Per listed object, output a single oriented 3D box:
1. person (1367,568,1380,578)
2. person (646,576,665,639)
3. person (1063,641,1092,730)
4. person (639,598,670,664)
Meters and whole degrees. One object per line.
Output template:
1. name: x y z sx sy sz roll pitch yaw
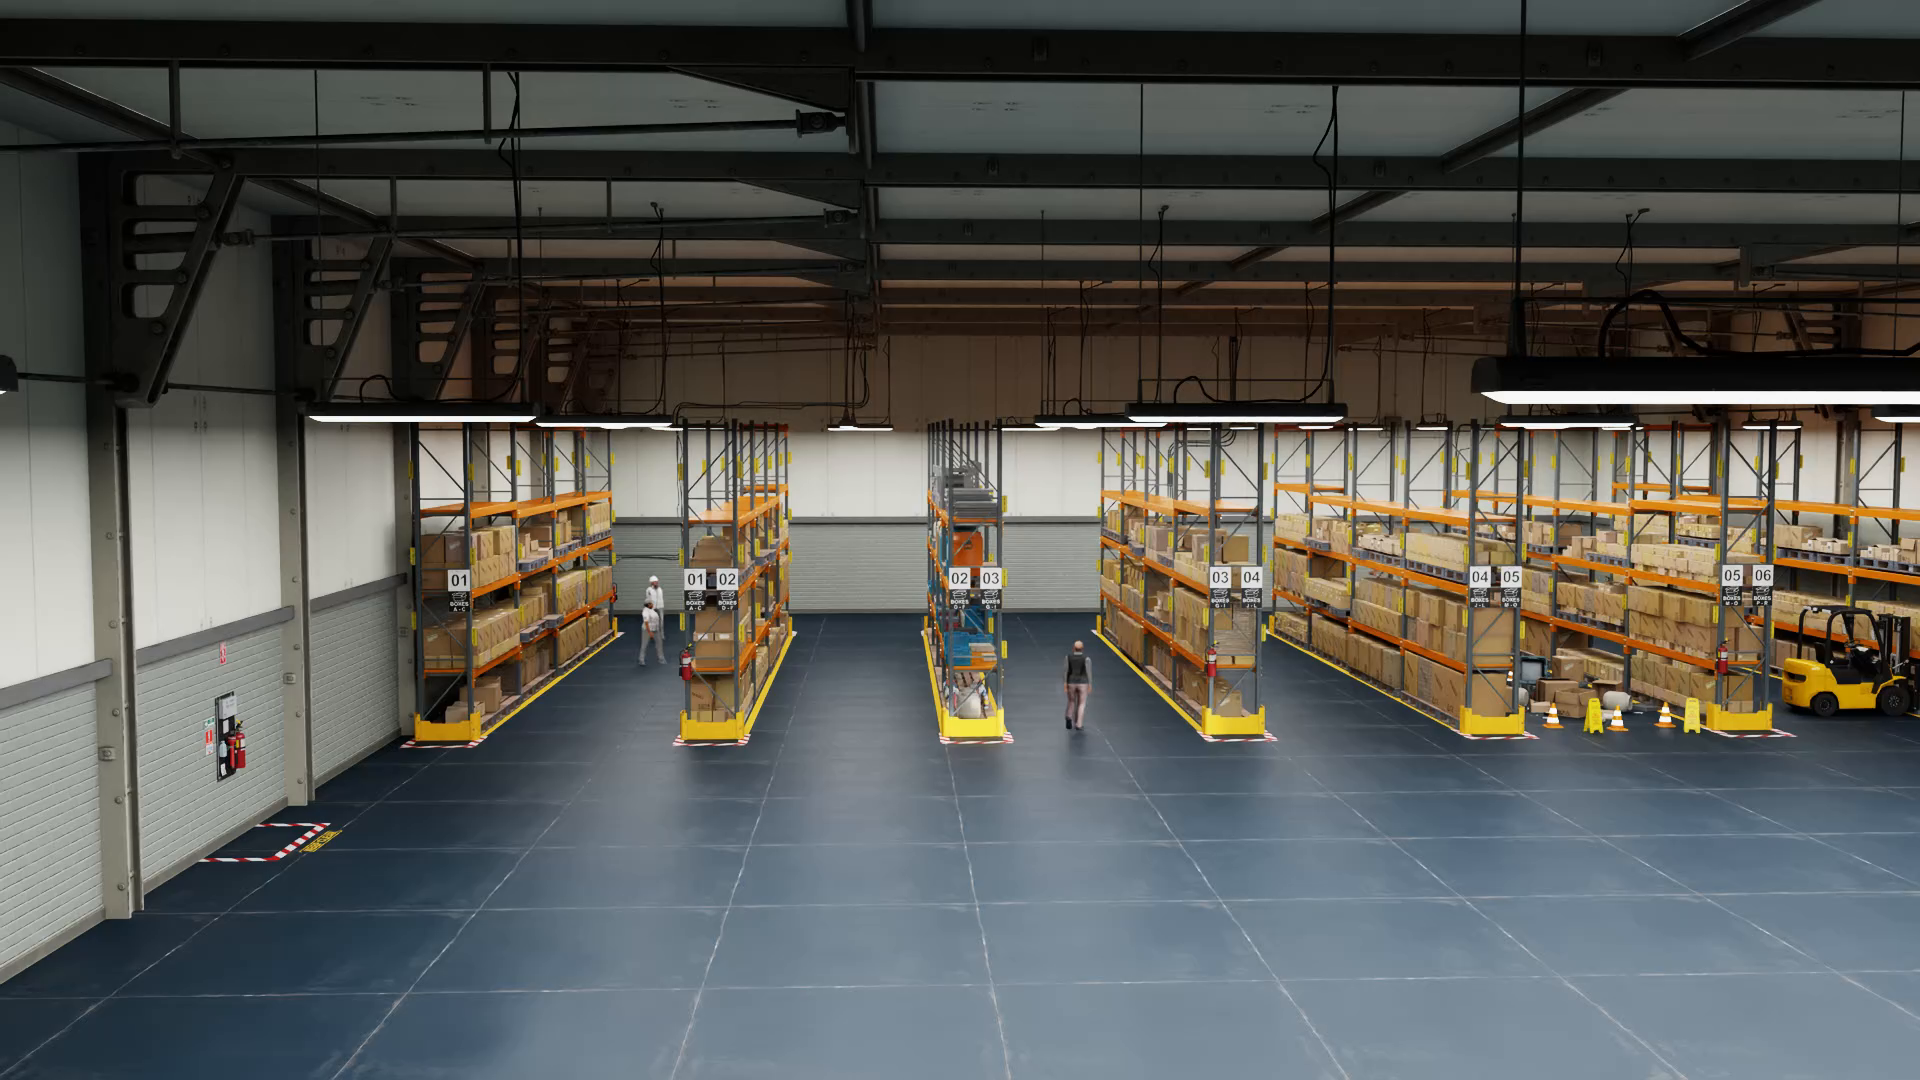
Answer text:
1. person: 12.365 1.649 49.653 0.709 1.771 0.572 0 4 -7
2. person: -8.486 1.874 46.293 0.512 1.715 1.001 -1 4 -11
3. person: 2.266 2.802 31.985 0.541 1.706 0.481 2 4 26
4. person: -7.630 2.267 41.278 0.574 1.677 0.667 2 4 30
